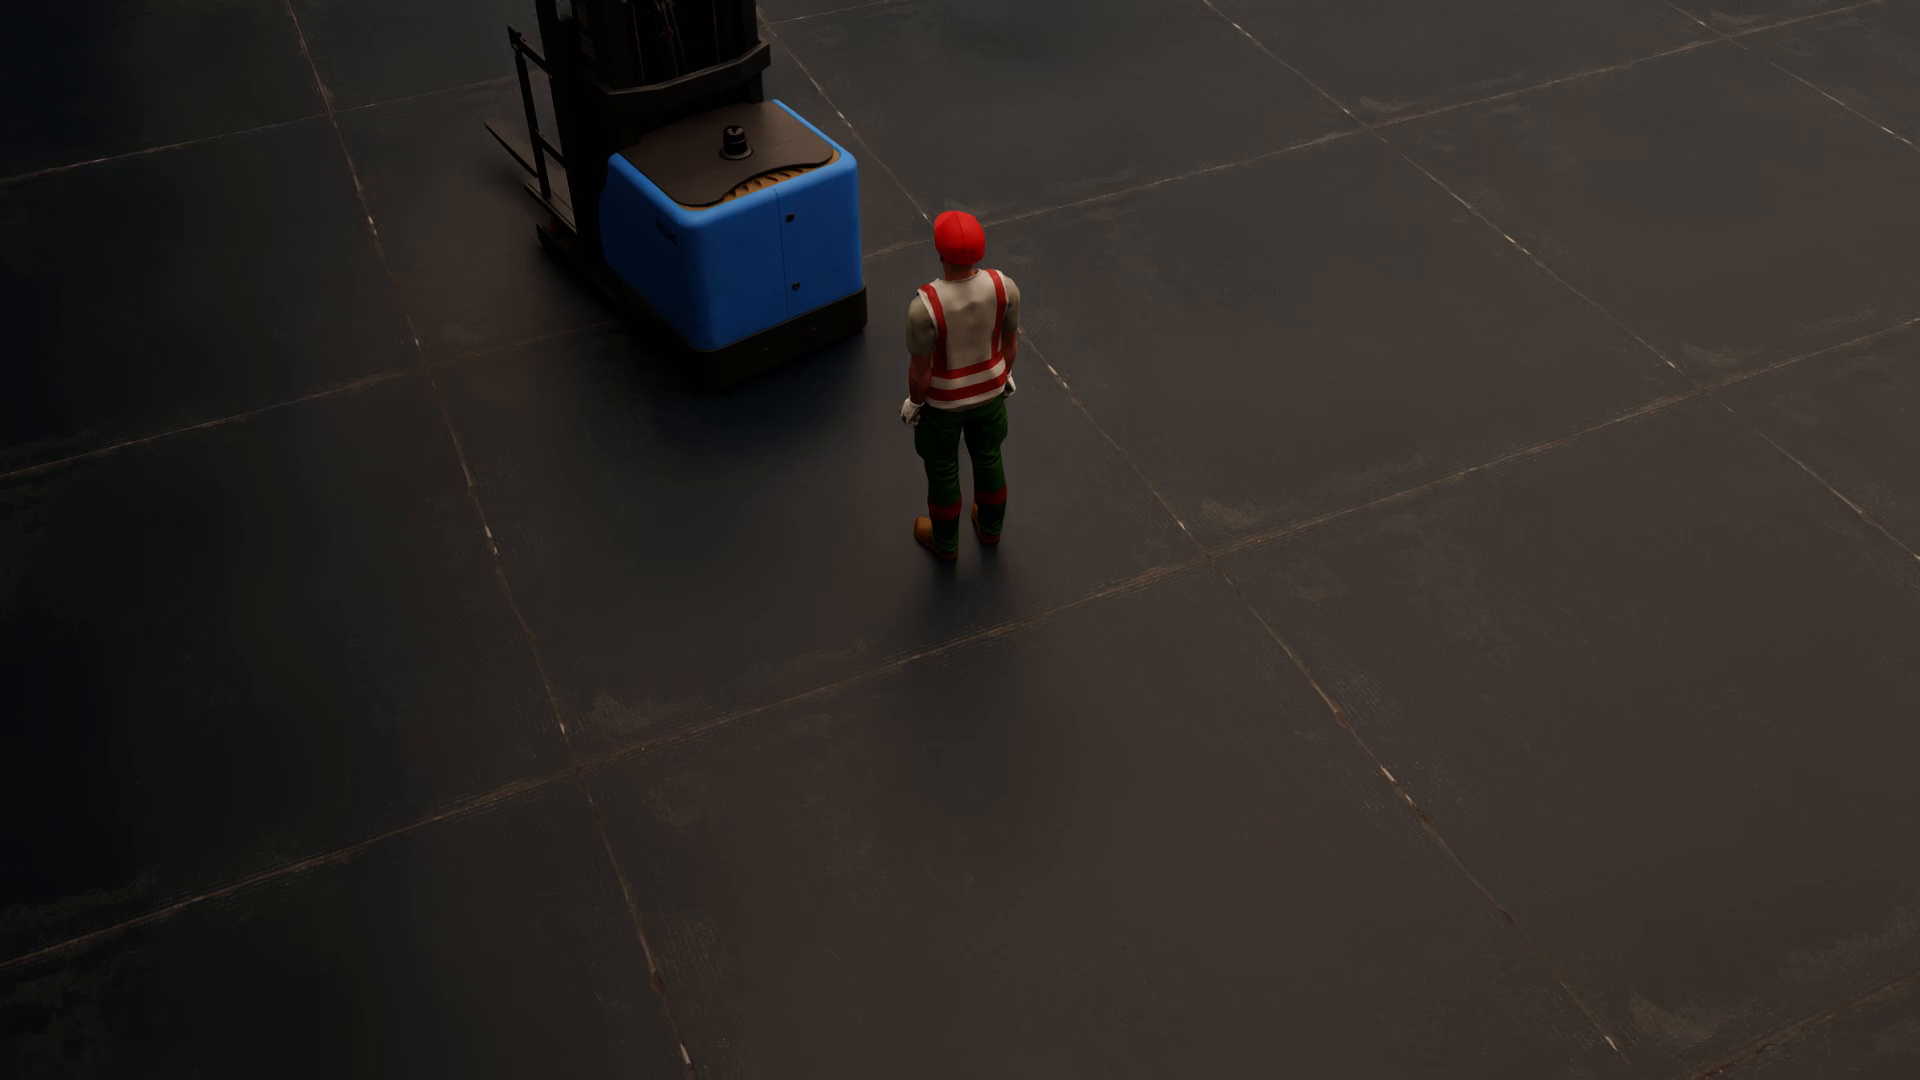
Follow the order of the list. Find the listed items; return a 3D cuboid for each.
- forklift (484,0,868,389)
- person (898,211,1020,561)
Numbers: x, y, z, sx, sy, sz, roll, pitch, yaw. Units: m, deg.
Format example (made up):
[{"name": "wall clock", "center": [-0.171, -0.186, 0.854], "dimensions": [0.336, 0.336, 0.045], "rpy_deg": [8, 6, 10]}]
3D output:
[{"name": "forklift", "center": [-1.777, -2.808, 8.689], "dimensions": [1.130, 2.935, 3.031], "rpy_deg": [-27, 49, -26]}, {"name": "person", "center": [-0.014, -0.658, 7.222], "dimensions": [0.536, 1.795, 0.369], "rpy_deg": [-18, 46, -18]}]
